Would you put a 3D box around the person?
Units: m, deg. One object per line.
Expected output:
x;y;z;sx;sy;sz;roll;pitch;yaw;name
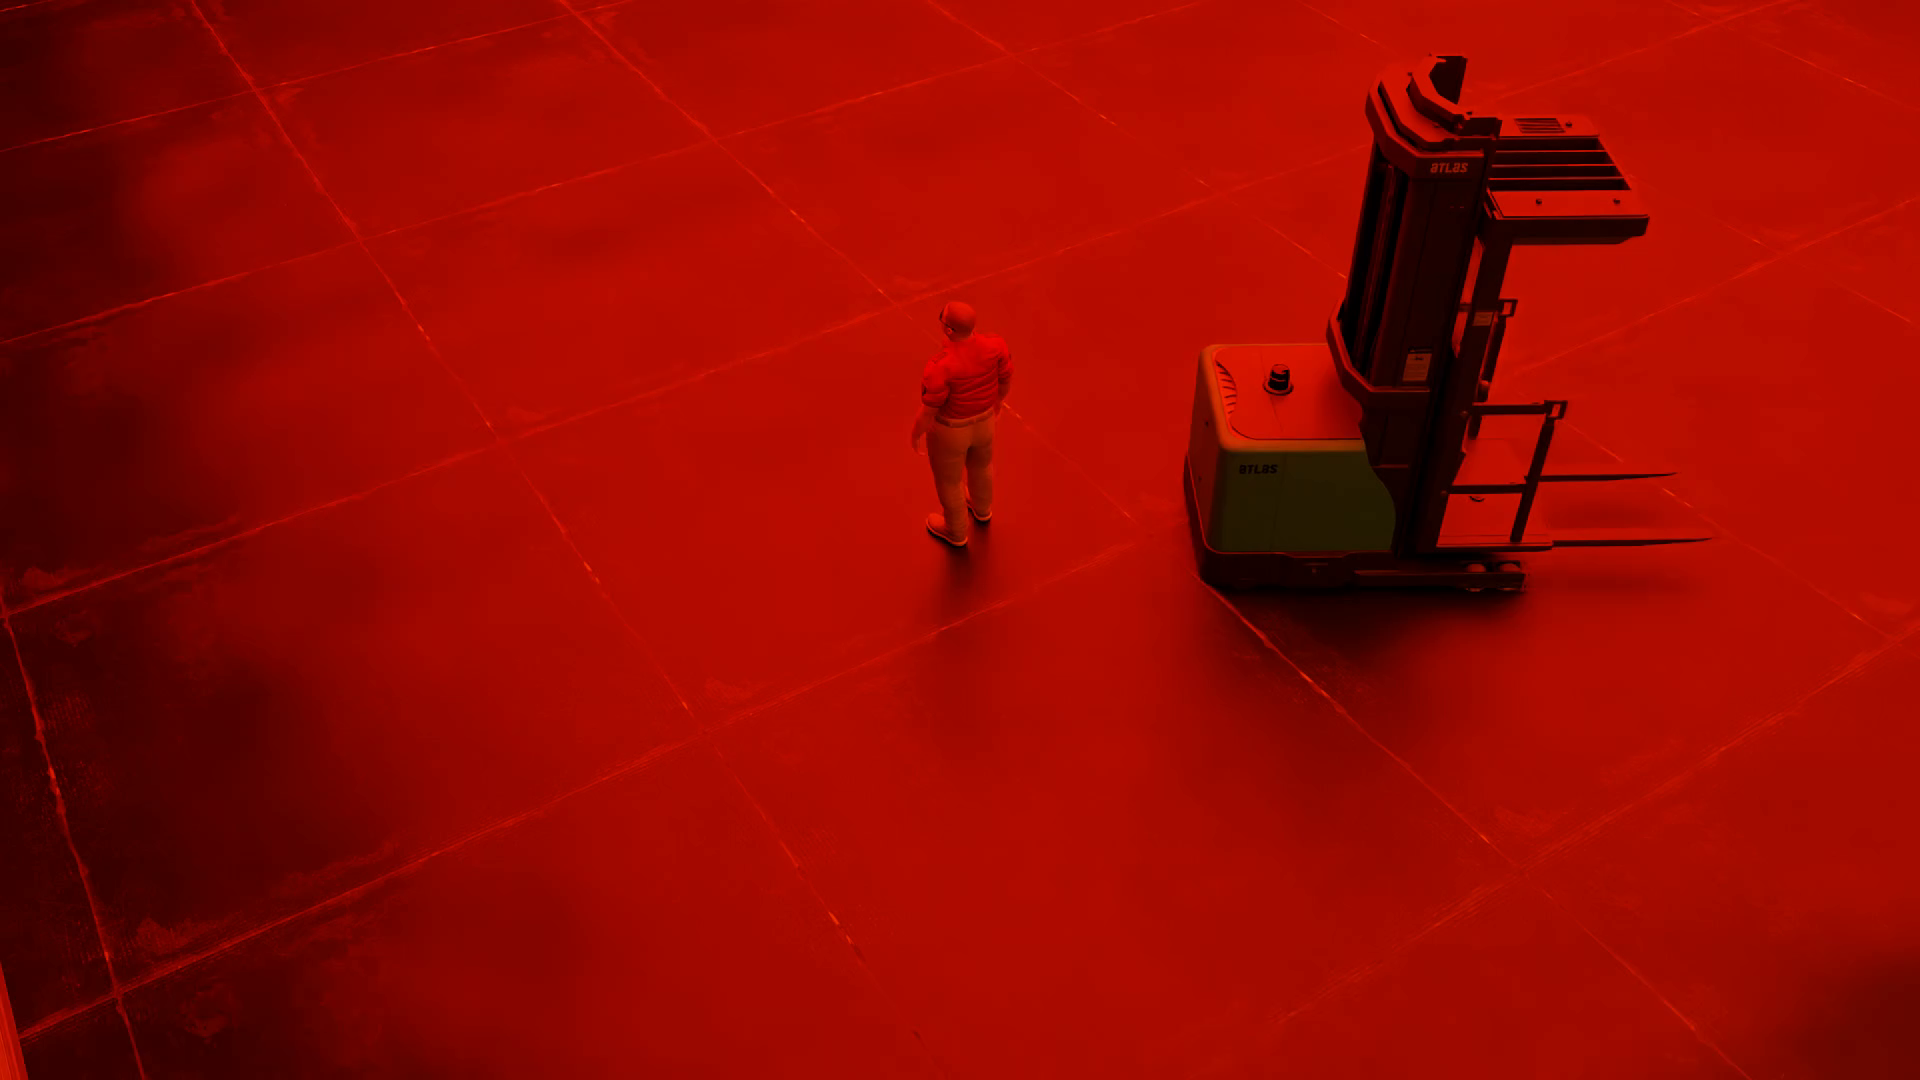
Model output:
-0.038;-0.711;9.586;0.640;1.728;0.550;-23;46;-24;person

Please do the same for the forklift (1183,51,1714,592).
2.915;-1.153;9.190;3.031;2.935;1.130;-1;41;-1;forklift
